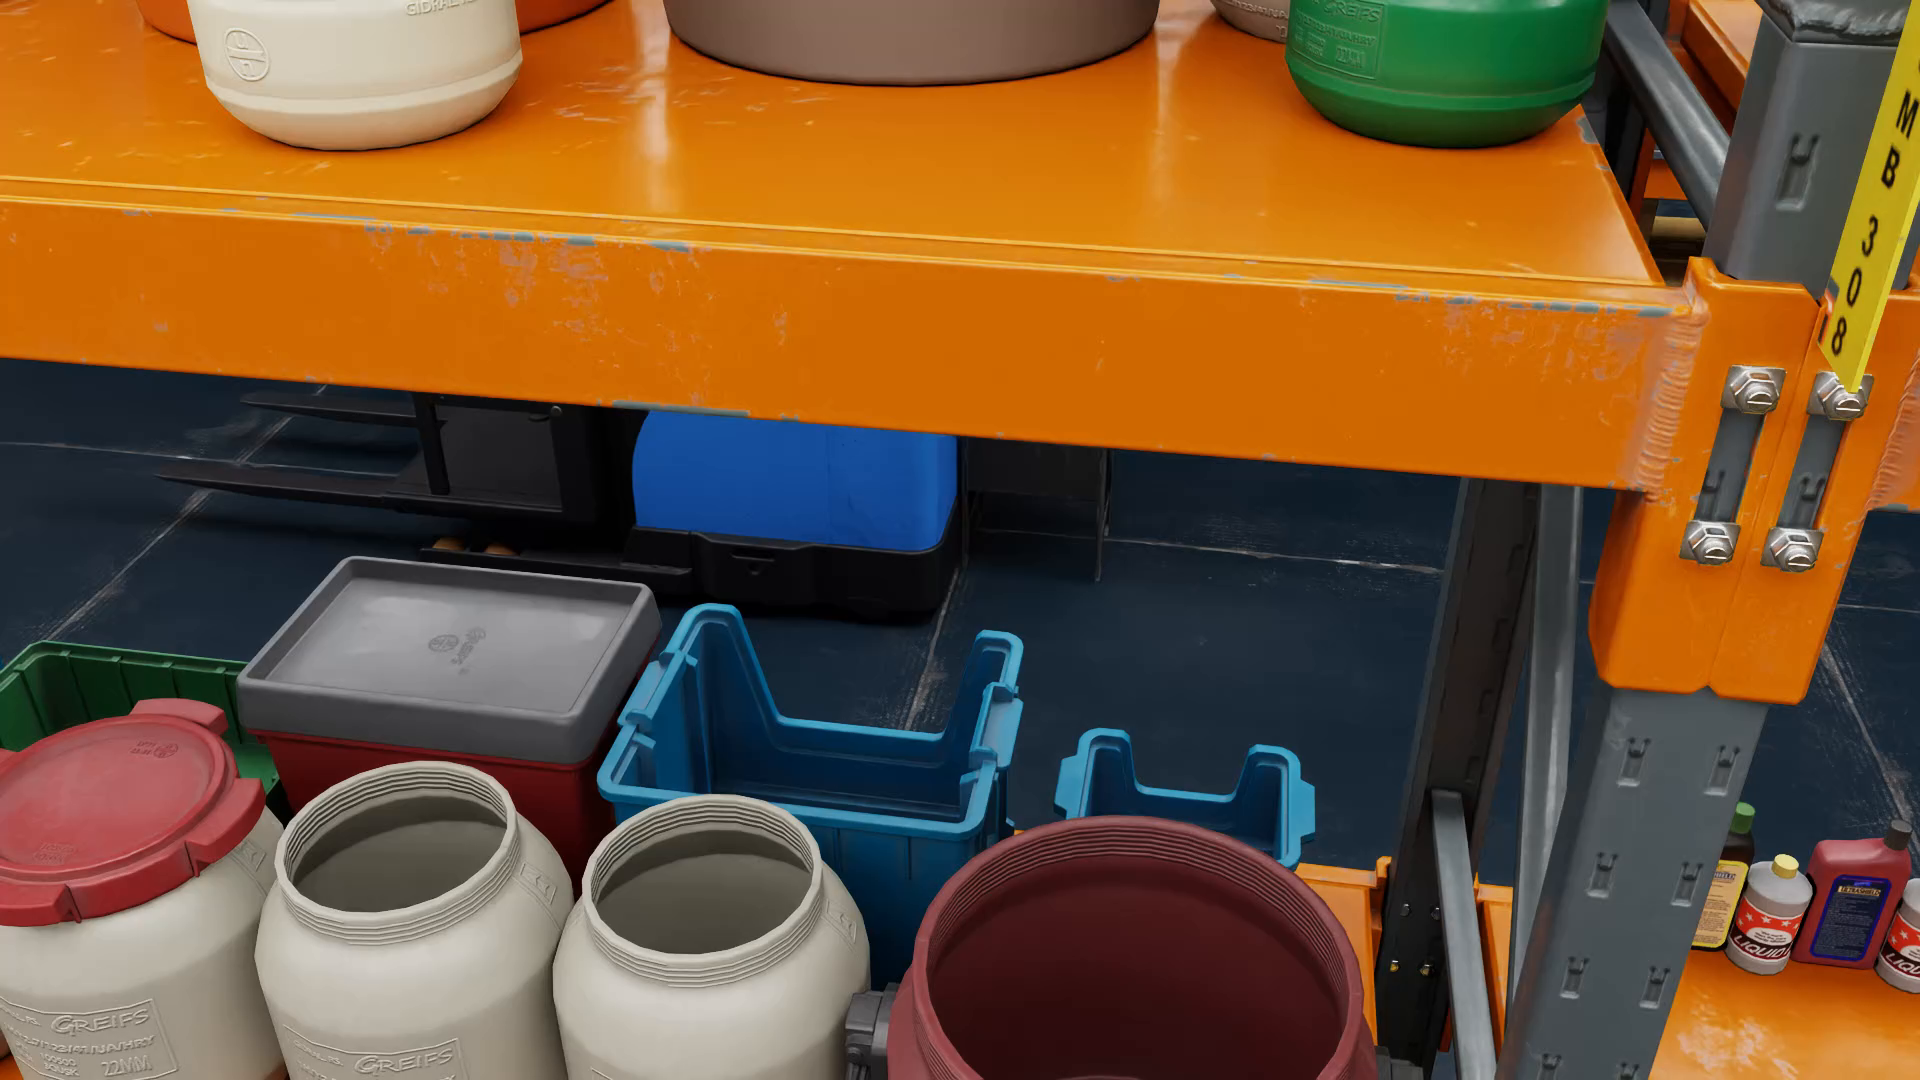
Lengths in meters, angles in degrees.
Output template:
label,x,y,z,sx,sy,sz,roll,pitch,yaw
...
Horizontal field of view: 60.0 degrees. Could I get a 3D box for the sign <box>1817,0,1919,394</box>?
label,x,y,z,sx,sy,sz,roll,pitch,yaw
sign,0.632,-0.265,1.117,0.005,0.325,0.100,5,32,8

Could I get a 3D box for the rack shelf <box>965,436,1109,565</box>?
label,x,y,z,sx,sy,sz,roll,pitch,yaw
rack shelf,0.288,-0.259,6.029,0.480,0.518,0.431,5,32,8

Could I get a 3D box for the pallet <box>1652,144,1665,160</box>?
label,x,y,z,sx,sy,sz,roll,pitch,yaw
pallet,2.235,-1.811,6.497,1.003,0.211,1.213,5,32,8

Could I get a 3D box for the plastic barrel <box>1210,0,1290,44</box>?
label,x,y,z,sx,sy,sz,roll,pitch,yaw
plastic barrel,0.463,-0.833,1.821,0.421,0.512,0.421,0,32,0

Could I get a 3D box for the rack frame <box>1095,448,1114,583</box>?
label,x,y,z,sx,sy,sz,roll,pitch,yaw
rack frame,0.529,-0.841,5.615,0.015,2.100,0.400,5,32,8

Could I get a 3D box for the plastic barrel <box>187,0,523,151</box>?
label,x,y,z,sx,sy,sz,roll,pitch,yaw
plastic barrel,-0.575,-0.530,1.573,0.301,0.262,0.301,0,32,0

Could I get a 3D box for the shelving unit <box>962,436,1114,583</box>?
label,x,y,z,sx,sy,sz,roll,pitch,yaw
shelving unit,0.288,-0.863,5.650,0.503,2.100,0.431,5,32,8

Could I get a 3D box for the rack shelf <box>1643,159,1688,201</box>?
label,x,y,z,sx,sy,sz,roll,pitch,yaw
rack shelf,3.526,-1.433,6.390,4.000,0.370,1.077,5,32,8

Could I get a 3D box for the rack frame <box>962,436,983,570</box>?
label,x,y,z,sx,sy,sz,roll,pitch,yaw
rack frame,0.048,-0.886,5.686,0.015,2.100,0.400,5,32,8

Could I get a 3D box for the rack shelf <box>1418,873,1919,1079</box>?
label,x,y,z,sx,sy,sz,roll,pitch,yaw
rack shelf,2.689,1.157,2.252,4.000,0.370,1.077,5,32,8

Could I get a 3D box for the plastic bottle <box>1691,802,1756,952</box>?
label,x,y,z,sx,sy,sz,roll,pitch,yaw
plastic bottle,1.188,0.536,2.676,0.133,0.283,0.061,5,32,8

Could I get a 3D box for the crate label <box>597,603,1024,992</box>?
label,x,y,z,sx,sy,sz,roll,pitch,yaw
crate label,-0.216,0.429,2.704,0.616,0.435,0.502,5,32,8

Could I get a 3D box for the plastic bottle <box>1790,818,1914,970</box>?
label,x,y,z,sx,sy,sz,roll,pitch,yaw
plastic bottle,1.416,0.557,2.643,0.133,0.283,0.061,5,32,8

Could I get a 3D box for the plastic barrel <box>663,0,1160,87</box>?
label,x,y,z,sx,sy,sz,roll,pitch,yaw
plastic barrel,-0.055,-0.997,1.716,0.600,0.901,0.600,0,32,0

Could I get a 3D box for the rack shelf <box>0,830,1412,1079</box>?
label,x,y,z,sx,sy,sz,roll,pitch,yaw
rack shelf,-1.254,0.800,2.822,4.000,0.370,1.077,5,32,8

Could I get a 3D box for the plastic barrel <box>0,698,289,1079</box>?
label,x,y,z,sx,sy,sz,roll,pitch,yaw
plastic barrel,-1.169,0.564,2.394,0.433,0.535,0.433,0,32,0

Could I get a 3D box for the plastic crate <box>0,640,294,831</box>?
label,x,y,z,sx,sy,sz,roll,pitch,yaw
plastic crate,-1.461,0.415,2.960,0.662,0.188,0.450,5,32,8

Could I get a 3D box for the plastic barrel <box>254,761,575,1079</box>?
label,x,y,z,sx,sy,sz,roll,pitch,yaw
plastic barrel,-0.747,0.609,2.345,0.421,0.512,0.421,0,32,0

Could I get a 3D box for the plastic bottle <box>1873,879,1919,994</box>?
label,x,y,z,sx,sy,sz,roll,pitch,yaw
plastic bottle,1.526,0.612,2.633,0.097,0.201,0.097,0,32,0

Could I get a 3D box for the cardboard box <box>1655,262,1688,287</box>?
label,x,y,z,sx,sy,sz,roll,pitch,yaw
cardboard box,2.966,-0.762,6.581,0.500,0.500,0.500,5,32,8

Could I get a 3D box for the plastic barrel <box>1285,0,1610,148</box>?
label,x,y,z,sx,sy,sz,roll,pitch,yaw
plastic barrel,0.466,-0.527,1.584,0.294,0.245,0.294,0,32,0

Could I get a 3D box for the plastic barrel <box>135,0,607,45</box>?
label,x,y,z,sx,sy,sz,roll,pitch,yaw
plastic barrel,-0.700,-1.025,1.828,0.708,0.830,0.600,5,32,8

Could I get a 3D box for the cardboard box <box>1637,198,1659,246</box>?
label,x,y,z,sx,sy,sz,roll,pitch,yaw
cardboard box,2.572,-1.398,6.890,0.500,0.250,0.500,6,33,10

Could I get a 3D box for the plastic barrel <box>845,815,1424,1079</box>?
label,x,y,z,sx,sy,sz,roll,pitch,yaw
plastic barrel,0.209,0.733,2.123,0.708,0.536,0.600,5,32,8

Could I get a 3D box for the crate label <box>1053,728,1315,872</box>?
label,x,y,z,sx,sy,sz,roll,pitch,yaw
crate label,0.366,0.511,2.764,0.416,0.233,0.303,5,32,8

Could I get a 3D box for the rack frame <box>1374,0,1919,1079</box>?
label,x,y,z,sx,sy,sz,roll,pitch,yaw
rack frame,0.718,0.674,2.346,0.127,3.000,1.000,5,32,8

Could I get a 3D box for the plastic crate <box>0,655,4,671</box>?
label,x,y,z,sx,sy,sz,roll,pitch,yaw
plastic crate,-2.085,0.260,3.023,0.575,0.384,0.392,5,32,8

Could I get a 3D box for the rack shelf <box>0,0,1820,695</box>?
label,x,y,z,sx,sy,sz,roll,pitch,yaw
rack shelf,-1.254,-0.471,2.026,4.000,0.370,1.077,5,32,8

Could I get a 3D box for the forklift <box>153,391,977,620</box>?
label,x,y,z,sx,sy,sz,roll,pitch,yaw
forklift,-1.473,-1.335,5.620,3.031,2.935,1.130,5,32,8

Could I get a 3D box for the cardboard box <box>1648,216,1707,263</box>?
label,x,y,z,sx,sy,sz,roll,pitch,yaw
cardboard box,3.026,-1.036,7.019,0.500,0.500,0.500,4,32,6

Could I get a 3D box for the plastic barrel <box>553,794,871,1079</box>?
label,x,y,z,sx,sy,sz,roll,pitch,yaw
plastic barrel,-0.332,0.647,2.285,0.421,0.512,0.421,0,32,0

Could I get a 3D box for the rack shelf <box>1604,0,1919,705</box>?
label,x,y,z,sx,sy,sz,roll,pitch,yaw
rack shelf,2.689,-0.114,1.456,4.000,0.370,1.077,5,32,8

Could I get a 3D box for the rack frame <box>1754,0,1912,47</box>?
label,x,y,z,sx,sy,sz,roll,pitch,yaw
rack frame,0.718,-1.869,0.754,0.127,3.000,1.000,5,32,8

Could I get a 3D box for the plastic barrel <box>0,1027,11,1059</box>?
label,x,y,z,sx,sy,sz,roll,pitch,yaw
plastic barrel,-1.596,0.525,2.456,0.433,0.535,0.433,0,32,0

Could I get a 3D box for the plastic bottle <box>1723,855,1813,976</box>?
label,x,y,z,sx,sy,sz,roll,pitch,yaw
plastic bottle,1.299,0.591,2.666,0.097,0.201,0.097,0,32,0

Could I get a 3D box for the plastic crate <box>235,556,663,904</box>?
label,x,y,z,sx,sy,sz,roll,pitch,yaw
plastic crate,-0.824,0.343,2.815,0.583,0.464,0.402,5,32,8
